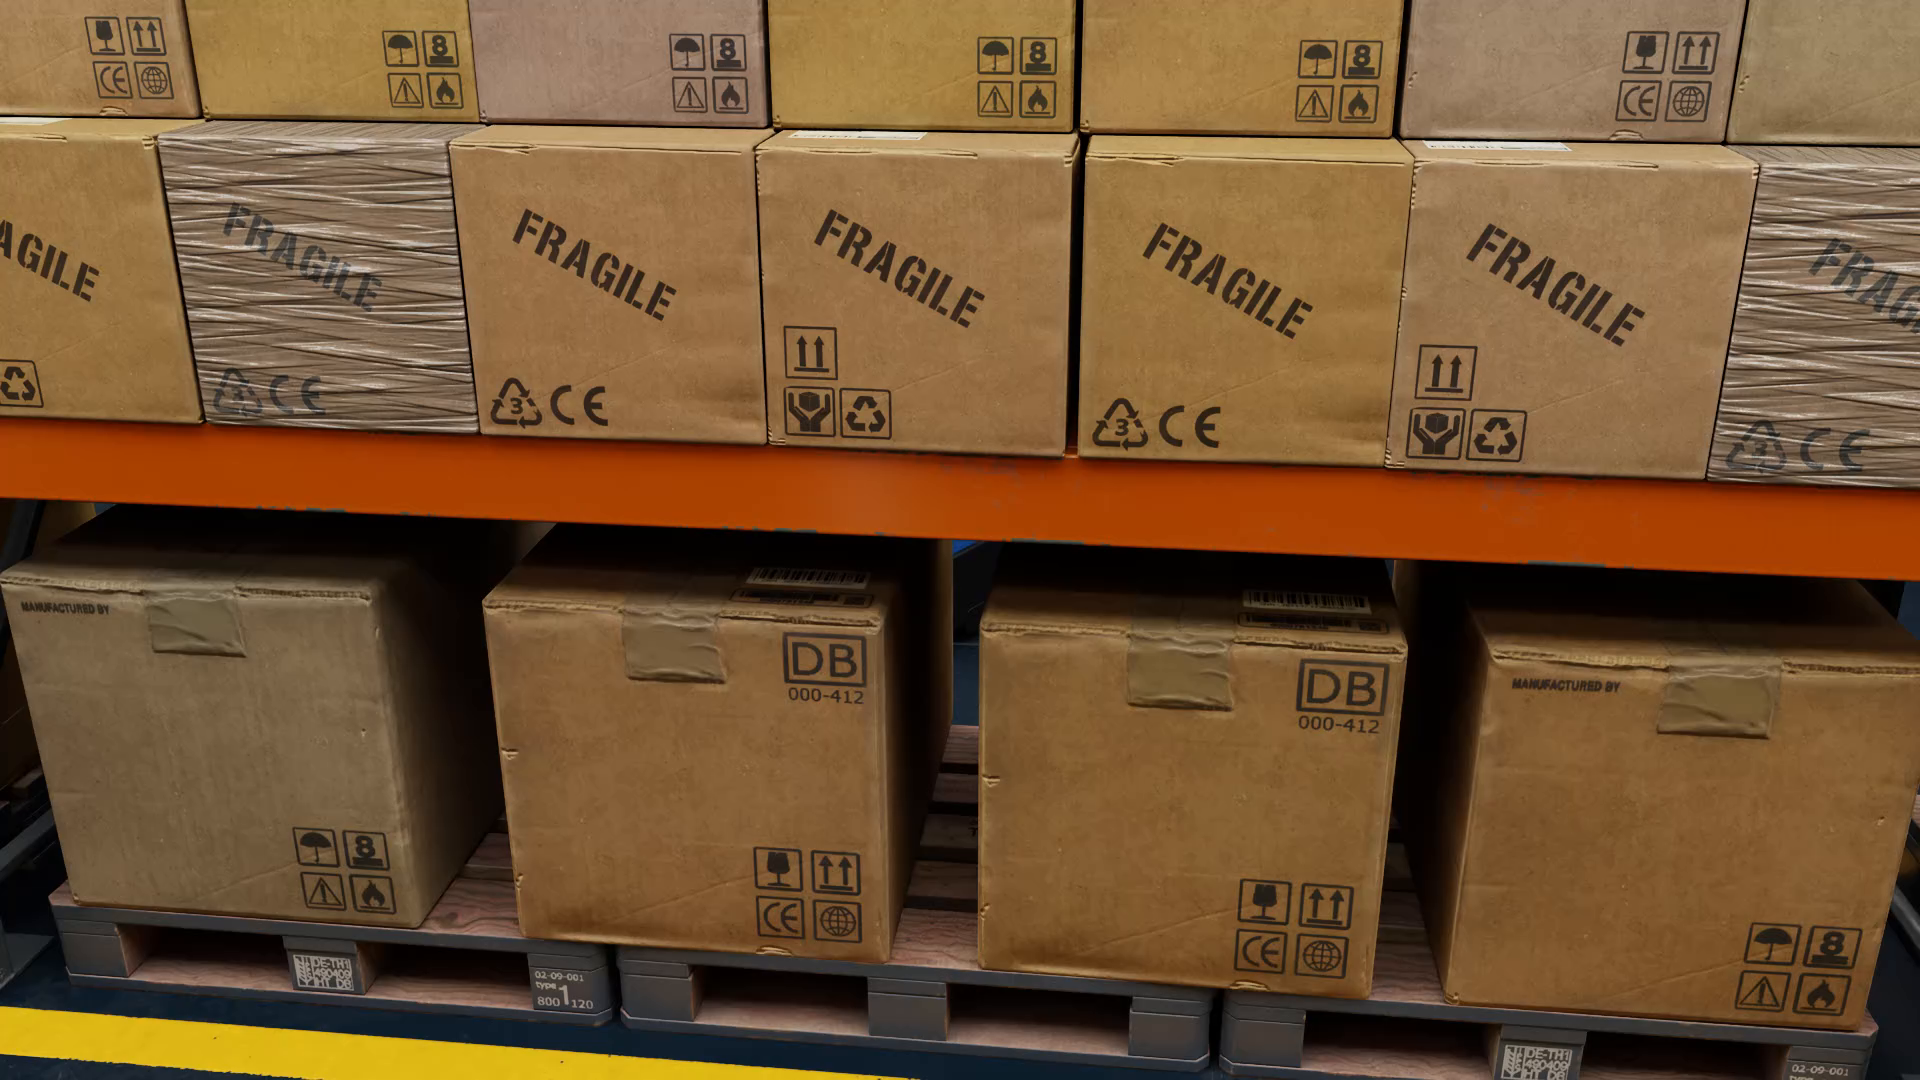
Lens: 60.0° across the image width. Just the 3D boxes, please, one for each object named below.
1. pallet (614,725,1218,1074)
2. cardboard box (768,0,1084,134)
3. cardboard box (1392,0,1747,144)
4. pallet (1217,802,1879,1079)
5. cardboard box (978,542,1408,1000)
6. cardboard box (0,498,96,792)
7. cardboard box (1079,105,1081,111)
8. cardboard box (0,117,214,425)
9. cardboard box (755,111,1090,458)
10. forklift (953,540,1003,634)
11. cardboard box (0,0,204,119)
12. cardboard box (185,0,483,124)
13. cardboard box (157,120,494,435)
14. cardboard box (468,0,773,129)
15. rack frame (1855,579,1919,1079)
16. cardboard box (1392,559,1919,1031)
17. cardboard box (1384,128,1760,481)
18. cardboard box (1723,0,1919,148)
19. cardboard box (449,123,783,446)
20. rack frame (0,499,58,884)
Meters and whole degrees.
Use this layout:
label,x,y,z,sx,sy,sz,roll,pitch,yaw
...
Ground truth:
label,x,y,z,sx,sy,sz,roll,pitch,yaw
pallet,-0.045,0.746,3.765,1.213,0.211,1.003,2,22,6
cardboard box,-0.027,-1.034,2.981,0.500,0.500,0.700,2,22,6
cardboard box,0.990,-0.991,2.871,0.500,0.500,0.700,2,22,6
pallet,1.163,0.800,3.629,1.213,0.211,1.003,2,22,6
cardboard box,0.475,0.320,3.539,0.750,0.750,1.050,3,22,7
cardboard box,-2.651,0.132,3.845,0.875,0.875,0.875,3,22,7
cardboard box,0.023,-0.665,3.406,0.500,0.500,0.500,2,22,6
cardboard box,-1.544,-0.534,3.074,0.500,0.500,0.500,3,22,7
cardboard box,-0.043,-0.467,2.906,0.500,0.500,0.500,3,22,7
forklift,2.070,-2.567,8.445,1.550,2.935,9.518,15,26,33
cardboard box,-1.541,-1.100,3.147,0.500,0.500,0.700,2,22,5
cardboard box,-1.030,-1.079,3.093,0.500,0.500,0.700,2,22,5
cardboard box,-1.043,-0.512,3.019,0.500,0.500,0.500,3,22,7
cardboard box,-0.528,-1.057,3.037,0.500,0.500,0.700,3,22,7
rack frame,1.937,-0.435,2.961,0.127,3.000,1.000,2,22,6
cardboard box,-0.886,-0.771,5.633,5.693,1.239,5.455,2,22,6
cardboard box,0.963,-0.425,2.799,0.500,0.500,0.500,2,22,6
cardboard box,1.493,-0.970,2.817,0.500,0.500,0.700,2,22,6
cardboard box,-0.547,-0.489,2.962,0.500,0.500,0.500,2,22,6
rack frame,-2.035,-0.609,3.401,0.053,2.616,0.949,2,22,6
